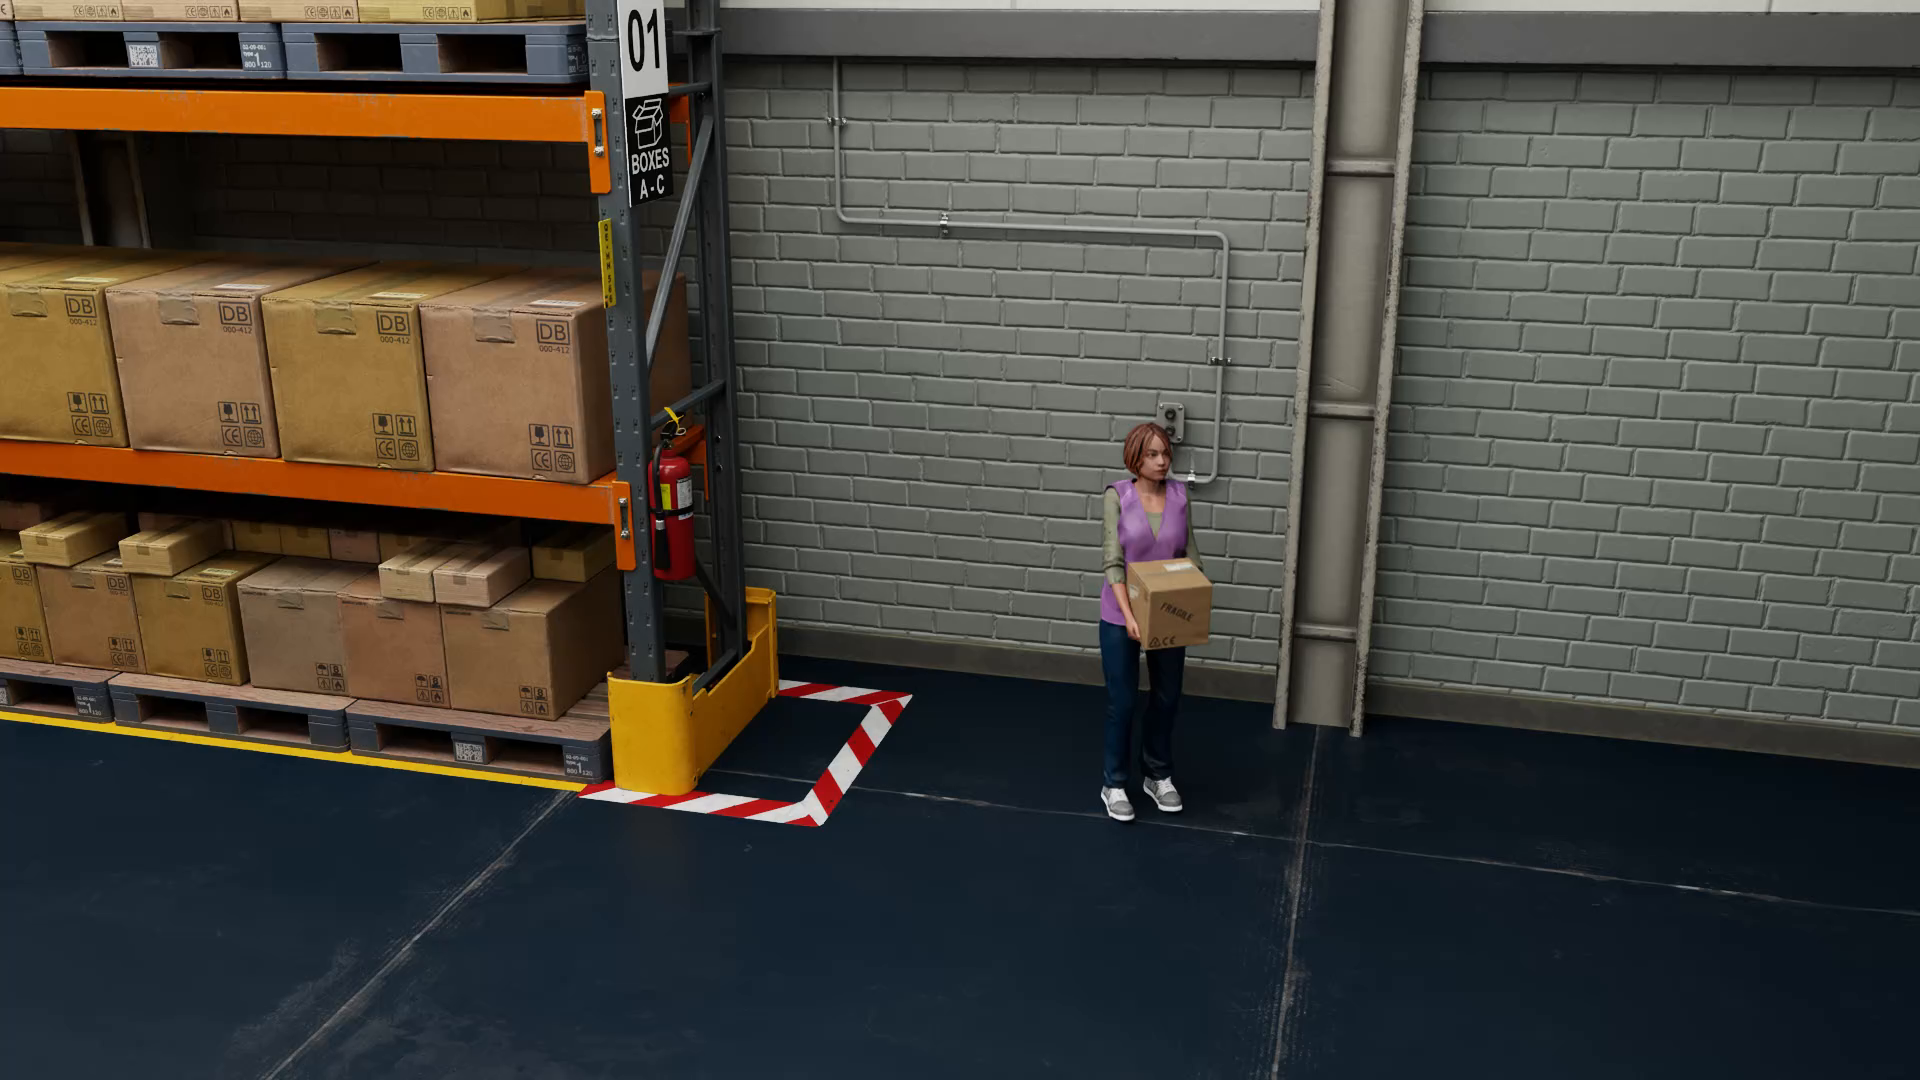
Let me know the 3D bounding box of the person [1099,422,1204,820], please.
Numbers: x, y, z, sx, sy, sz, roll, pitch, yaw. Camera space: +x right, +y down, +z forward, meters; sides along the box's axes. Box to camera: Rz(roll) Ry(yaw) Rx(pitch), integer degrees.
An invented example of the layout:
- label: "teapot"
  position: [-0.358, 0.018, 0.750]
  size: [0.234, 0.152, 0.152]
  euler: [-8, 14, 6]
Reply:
- label: "person"
  position: [0.756, 0.345, 6.550]
  size: [0.412, 1.593, 0.488]
  euler: [-5, 19, -13]
